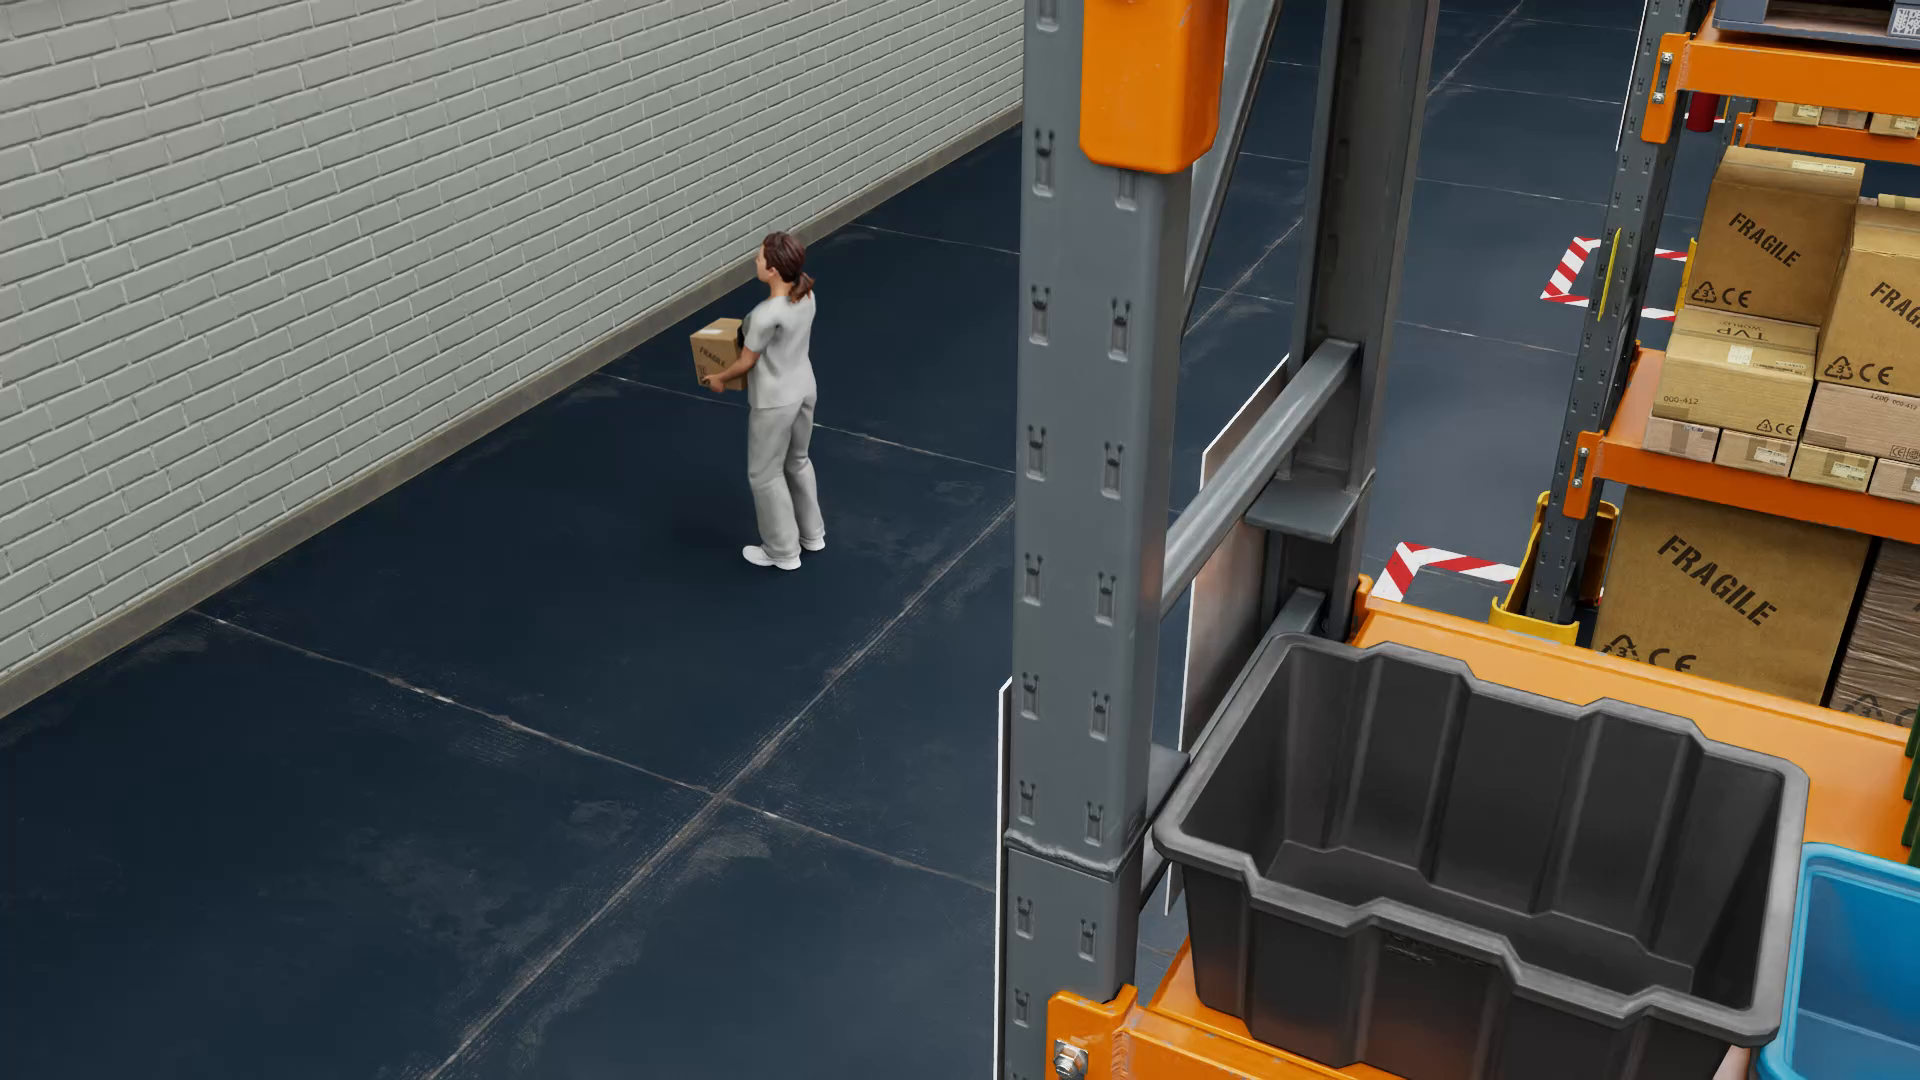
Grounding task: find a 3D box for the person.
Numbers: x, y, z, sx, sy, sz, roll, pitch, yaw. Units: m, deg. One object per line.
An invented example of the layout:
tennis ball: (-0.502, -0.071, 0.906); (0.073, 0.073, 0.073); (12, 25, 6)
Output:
person: (-0.895, -0.662, 7.783); (0.558, 1.664, 0.436); (15, 33, 24)
